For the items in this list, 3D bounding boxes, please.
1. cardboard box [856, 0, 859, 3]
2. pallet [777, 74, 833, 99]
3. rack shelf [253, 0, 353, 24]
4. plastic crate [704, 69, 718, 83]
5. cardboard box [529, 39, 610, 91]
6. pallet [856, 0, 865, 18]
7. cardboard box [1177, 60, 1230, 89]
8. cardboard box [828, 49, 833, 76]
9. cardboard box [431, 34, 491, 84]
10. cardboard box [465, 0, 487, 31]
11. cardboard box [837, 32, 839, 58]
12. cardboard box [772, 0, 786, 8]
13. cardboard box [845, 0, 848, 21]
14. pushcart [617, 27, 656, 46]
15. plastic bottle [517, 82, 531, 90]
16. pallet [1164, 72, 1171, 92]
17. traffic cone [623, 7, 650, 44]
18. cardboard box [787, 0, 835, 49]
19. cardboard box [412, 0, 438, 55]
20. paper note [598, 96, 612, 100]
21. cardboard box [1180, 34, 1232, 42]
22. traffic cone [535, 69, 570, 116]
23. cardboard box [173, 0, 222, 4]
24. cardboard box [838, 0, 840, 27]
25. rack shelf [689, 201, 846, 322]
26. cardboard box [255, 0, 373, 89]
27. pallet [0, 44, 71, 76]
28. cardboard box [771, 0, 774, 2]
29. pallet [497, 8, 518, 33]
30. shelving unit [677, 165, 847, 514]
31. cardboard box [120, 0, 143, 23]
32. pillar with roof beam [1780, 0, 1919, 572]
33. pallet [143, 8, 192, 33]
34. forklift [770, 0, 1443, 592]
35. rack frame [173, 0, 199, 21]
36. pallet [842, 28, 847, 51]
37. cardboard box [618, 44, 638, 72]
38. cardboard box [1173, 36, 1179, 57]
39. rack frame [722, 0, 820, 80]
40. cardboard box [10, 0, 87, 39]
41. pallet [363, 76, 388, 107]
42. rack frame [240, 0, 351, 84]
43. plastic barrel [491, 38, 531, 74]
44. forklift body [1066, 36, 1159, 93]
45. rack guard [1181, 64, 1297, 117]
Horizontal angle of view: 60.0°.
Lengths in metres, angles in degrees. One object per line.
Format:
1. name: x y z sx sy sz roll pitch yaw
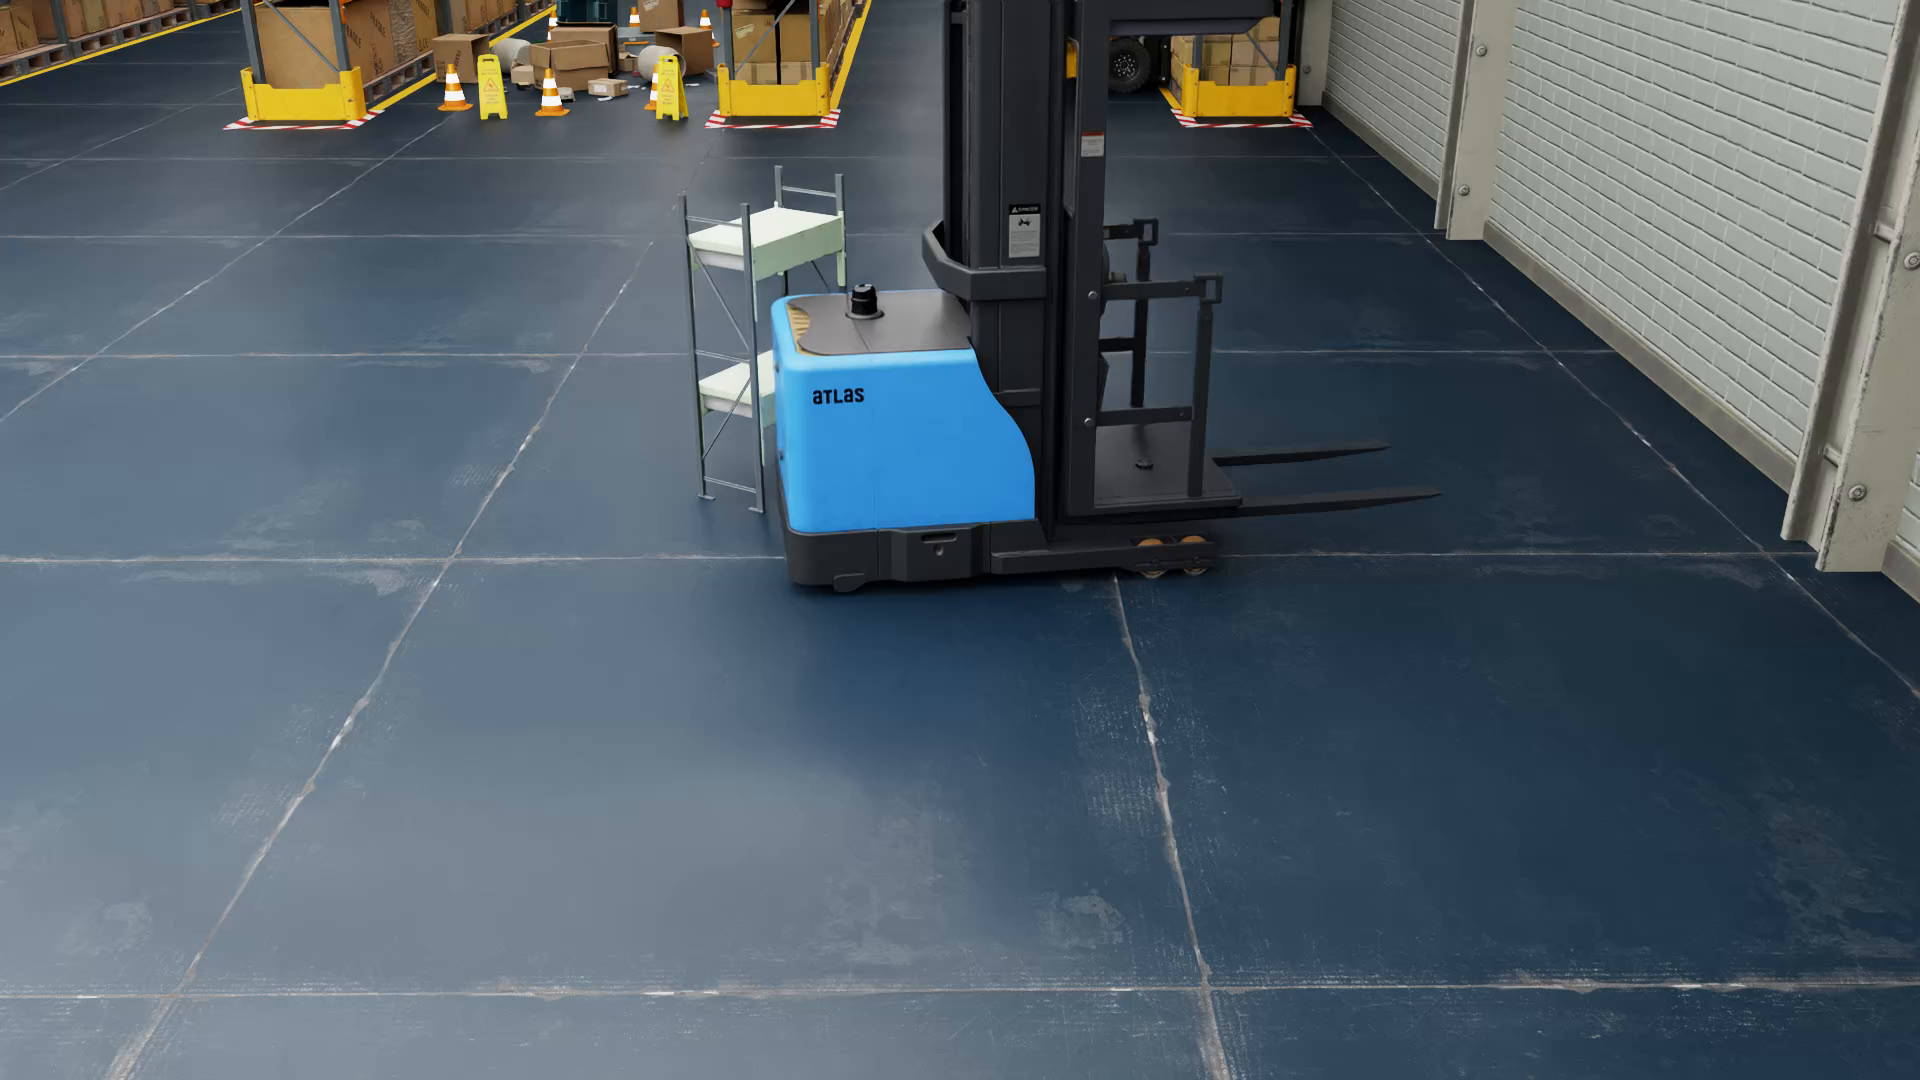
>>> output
1. cardboard box: -1.999 -8.743 25.510 0.875 0.875 0.875 0 24 -1
2. pallet: -1.961 -5.034 18.624 1.003 0.211 1.213 0 24 -1
3. rack shelf: -6.957 -6.371 19.069 1.077 0.370 4.000 0 24 -1
4. plastic crate: -2.833 -5.606 20.047 0.402 0.080 0.583 -9 26 -19
5. cardboard box: -4.538 -5.513 19.330 0.797 0.503 0.637 -19 31 -36
6. pallet: -2.007 -8.290 25.822 1.003 0.211 1.213 0 24 -1
7. cardboard box: 2.655 -5.093 18.198 0.500 0.250 0.500 0 24 0
8. cardboard box: -1.717 -5.421 18.923 0.500 0.250 0.500 1 24 1
9. cardboard box: -5.936 -5.750 19.854 0.500 0.500 0.500 4 25 9
10. cardboard box: -7.083 -7.342 22.564 1.050 0.750 0.750 0 24 -1
11. cardboard box: -1.740 -6.063 20.343 0.500 0.250 0.500 -1 24 -2
12. cardboard box: -2.264 -5.971 19.228 0.500 0.500 0.500 -1 24 -2
13. cardboard box: -2.059 -7.380 23.106 0.950 0.372 0.625 1 24 1
14. pushcart: -4.310 -6.361 21.357 1.648 0.377 0.936 -9 26 -19
15. plastic bottle: -5.094 -5.300 19.394 0.133 0.061 0.283 -9 26 -19
16. pallet: 2.916 -5.508 19.672 1.003 0.211 1.213 0 24 -1
17. traffic cone: -4.447 -7.050 22.777 0.336 0.463 0.334 0 24 -1
18. cardboard box: -1.727 -5.984 19.258 0.500 0.500 0.500 0 24 0
19. cardboard box: -7.042 -6.487 20.521 0.875 0.875 0.875 0 24 0
20. paper note: -3.988 -4.966 18.693 0.148 0.019 0.142 -9 26 -19
21. cardboard box: 2.660 -5.545 17.983 0.500 0.250 0.500 1 24 1
22. traffic cone: -4.388 -4.809 17.821 0.336 0.463 0.334 0 24 -1
23. cardboard box: -11.970 -8.698 25.410 1.225 0.875 0.875 -1 24 -3
24. cardboard box: -1.756 -6.624 20.674 0.500 0.500 0.500 -1 24 -1
25. rack shelf: -0.926 -1.341 7.949 0.431 0.370 0.720 14 28 28
26. cardboard box: -7.009 -5.377 18.067 0.875 0.875 0.875 0 24 0
27. pallet: -11.897 -5.995 20.749 1.003 0.211 1.213 0 24 -1
28. cardboard box: -2.328 -6.206 18.962 0.380 0.149 0.250 1 24 2
29. pallet: -7.090 -7.575 24.243 1.003 0.211 1.213 0 24 -1
30. shelving unit: -0.926 -0.986 8.110 0.431 1.500 0.755 14 28 28
31. cardboard box: -11.924 -7.514 23.223 0.700 0.500 0.500 2 24 4
32. pillar with roof beam: -0.304 -4.023 5.724 9.100 9.000 0.400 0 24 -1
33. pallet: -11.977 -7.598 24.293 1.003 0.211 1.213 0 24 -1
34. forklift: 0.686 -1.382 7.250 3.031 2.935 1.130 -4 25 -9
35. rack frame: -11.984 -9.190 24.430 1.000 3.000 0.127 0 24 -1
36. pallet: -2.041 -6.637 22.168 1.003 0.211 1.213 0 24 -1
37. cardboard box: -4.168 -5.996 20.684 0.258 0.266 0.396 -19 31 -36
38. cardboard box: 2.664 -5.534 18.567 0.500 0.250 0.500 0 24 -1
39. rack frame: -1.987 -5.938 17.240 1.000 3.000 0.127 0 24 -1
40. cardboard box: -11.925 -6.857 21.770 0.700 0.500 0.500 -2 24 -5
41. pallet: -7.022 -4.933 18.401 1.003 0.211 1.213 0 24 -1
42. rack frame: -6.936 -5.874 17.099 1.000 3.000 0.127 0 24 -1
43. plastic barrel: -5.433 -5.888 20.256 0.512 0.421 0.421 19 30 35
44. forklift body: 1.131 -6.349 19.177 2.313 2.155 1.214 0 24 -1
45. rack guard: 2.977 -4.813 17.786 1.175 0.500 0.348 0 24 -1
